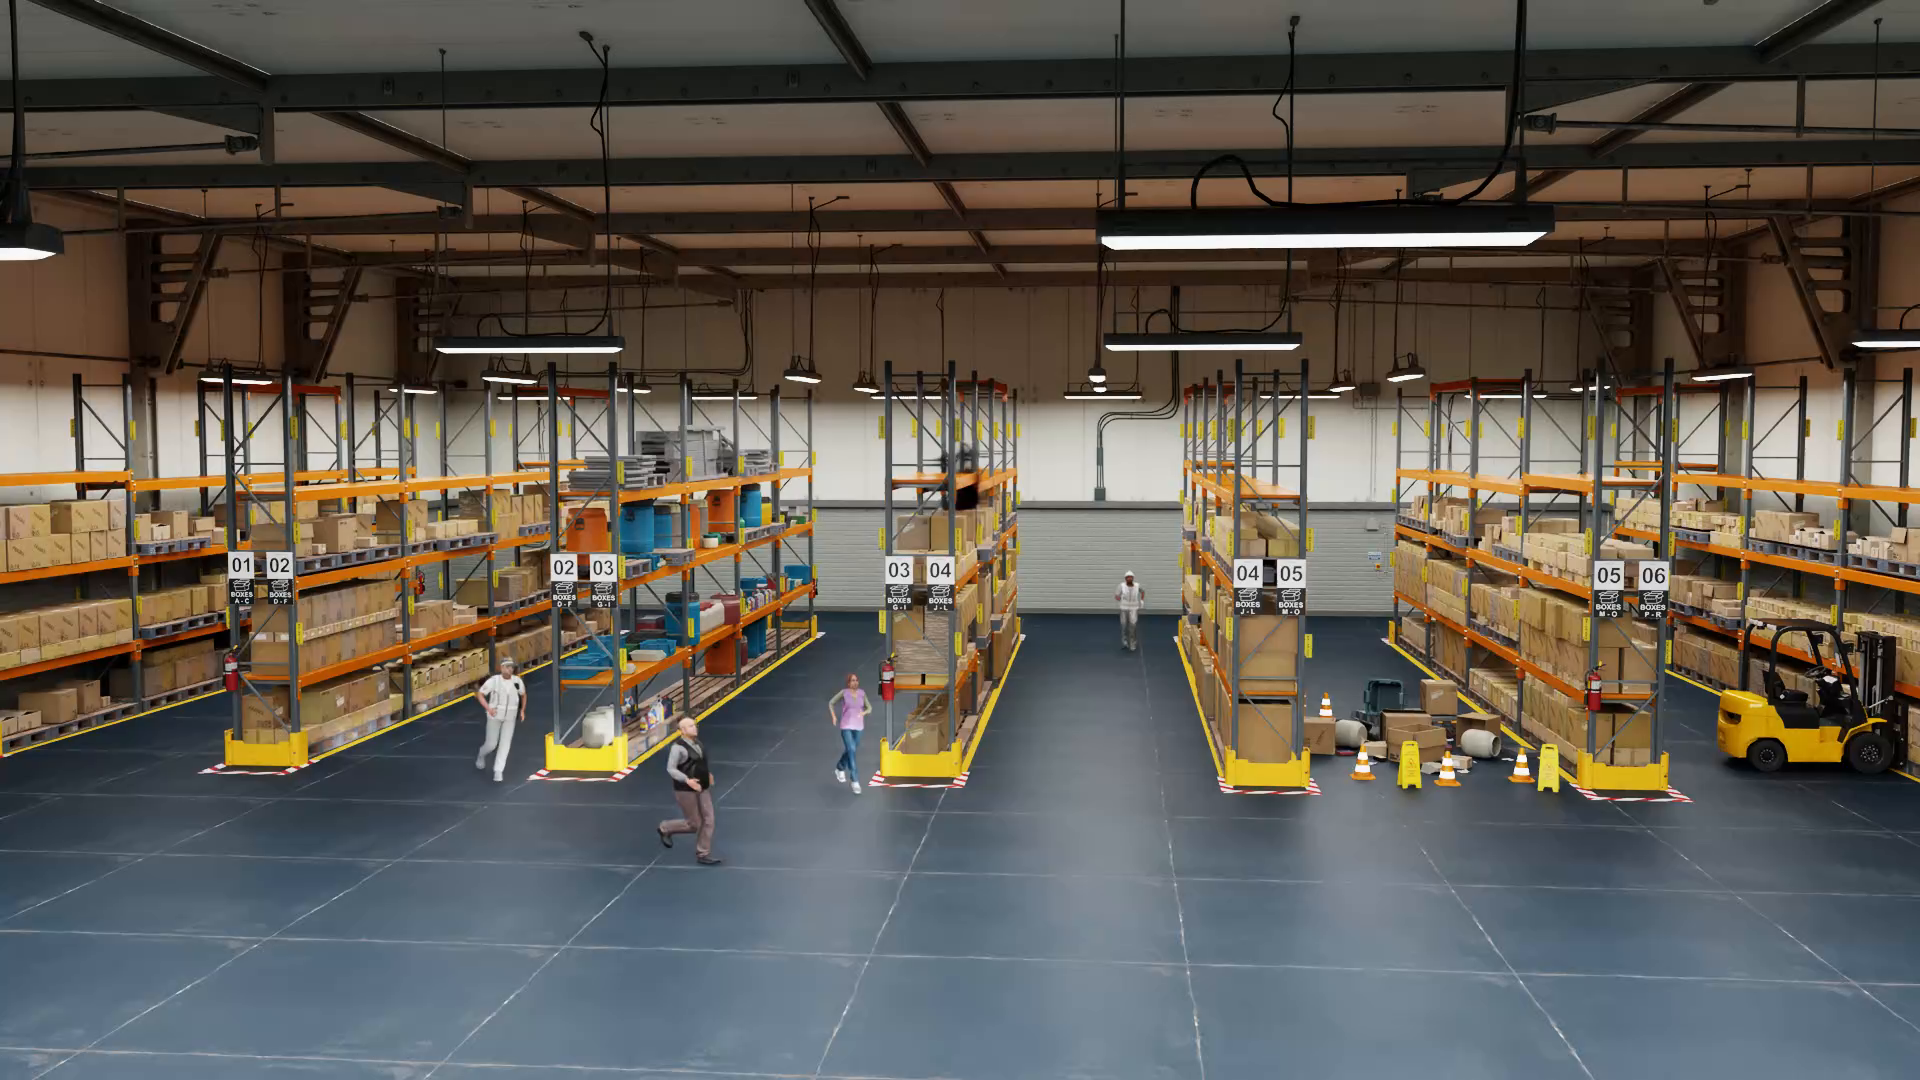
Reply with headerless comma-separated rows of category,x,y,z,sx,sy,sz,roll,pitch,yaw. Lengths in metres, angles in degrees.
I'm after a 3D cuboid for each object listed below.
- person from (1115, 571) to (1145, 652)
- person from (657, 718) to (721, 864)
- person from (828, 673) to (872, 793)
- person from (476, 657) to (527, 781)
person,3.864,1.615,37.921,0.679,1.818,0.767,1,4,8
person,-3.118,2.903,19.296,0.808,1.686,0.676,2,4,28
person,-1.506,2.666,23.297,0.580,1.610,0.819,-2,4,-33
person,-6.602,2.555,24.096,0.719,1.729,0.845,-2,4,-29
